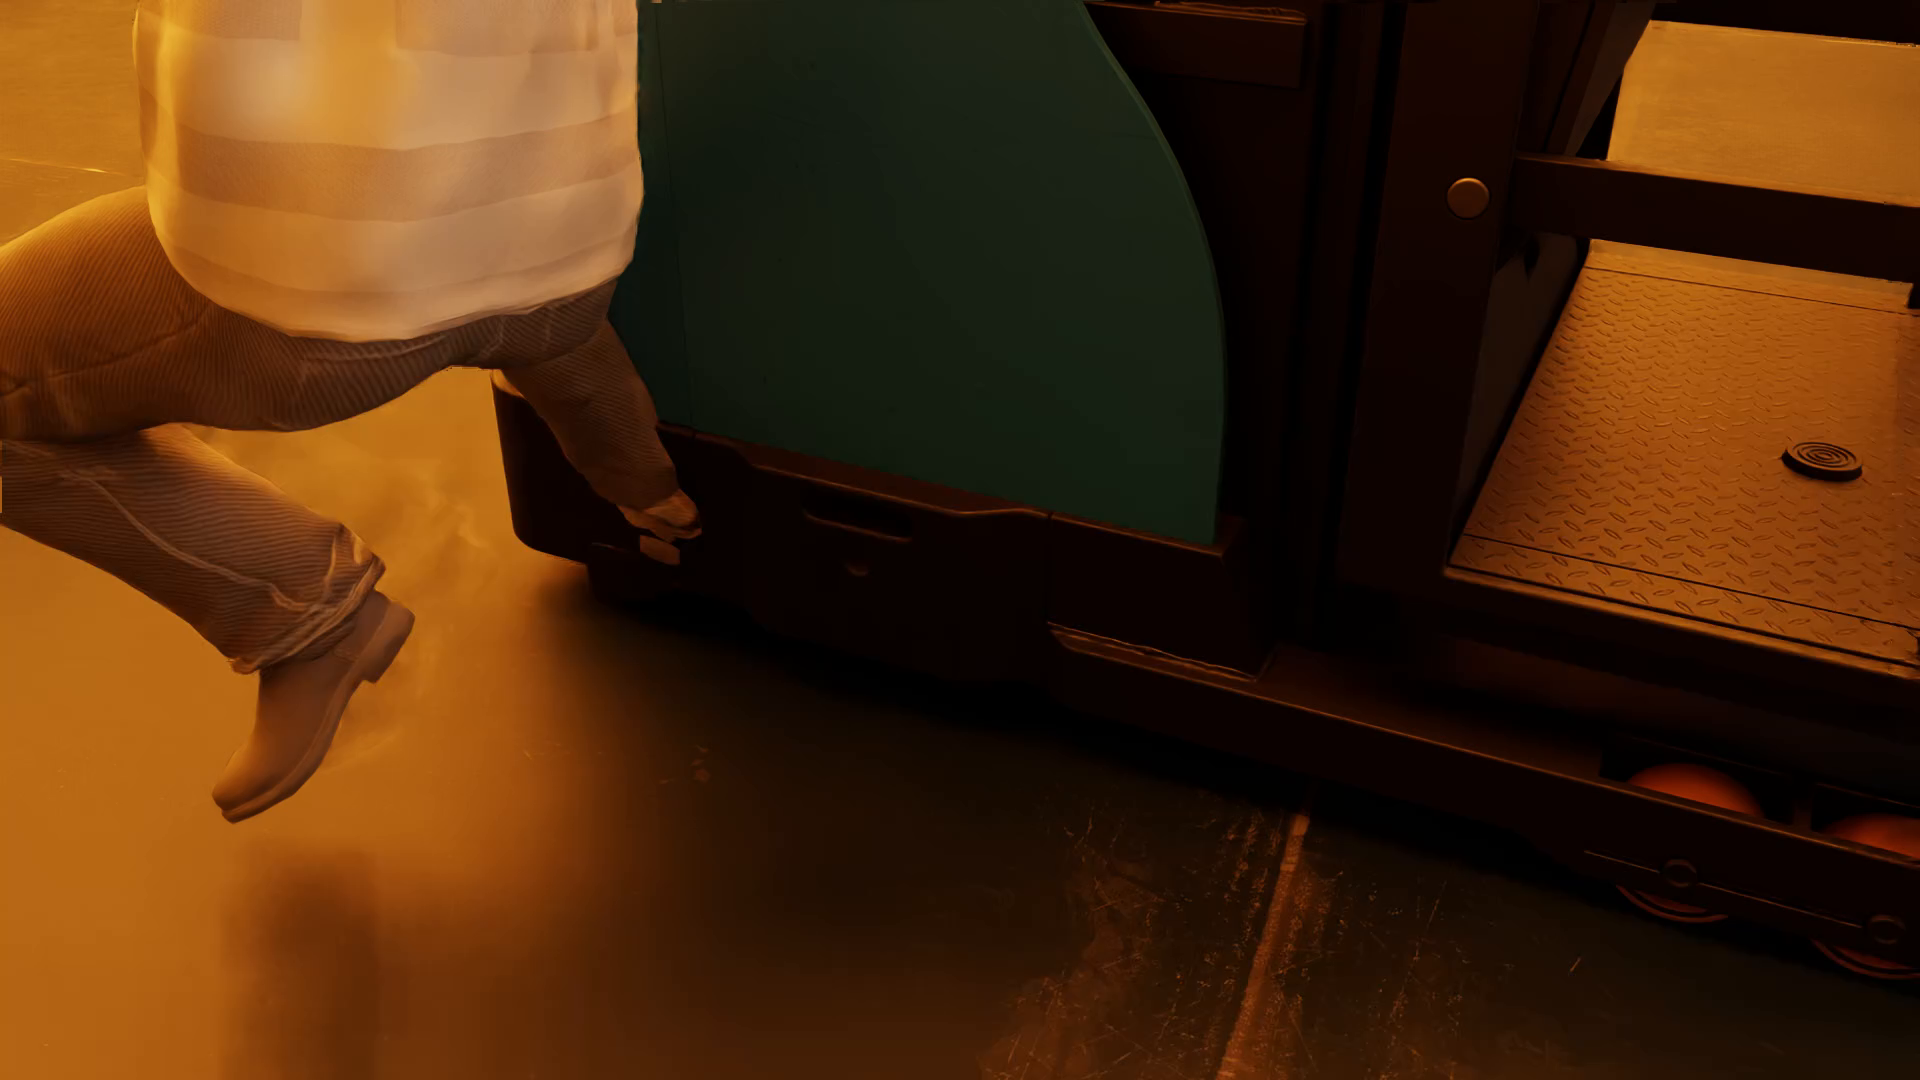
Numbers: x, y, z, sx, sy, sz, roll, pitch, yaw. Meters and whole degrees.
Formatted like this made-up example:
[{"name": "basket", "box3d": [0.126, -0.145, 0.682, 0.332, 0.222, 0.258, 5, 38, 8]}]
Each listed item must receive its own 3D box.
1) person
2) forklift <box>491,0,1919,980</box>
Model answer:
[{"name": "person", "box3d": [-0.626, -0.460, 1.638, 0.788, 1.507, 0.906, 22, 36, 34]}, {"name": "forklift", "box3d": [0.912, -1.125, 1.513, 3.031, 2.935, 1.130, 13, 32, 22]}]
